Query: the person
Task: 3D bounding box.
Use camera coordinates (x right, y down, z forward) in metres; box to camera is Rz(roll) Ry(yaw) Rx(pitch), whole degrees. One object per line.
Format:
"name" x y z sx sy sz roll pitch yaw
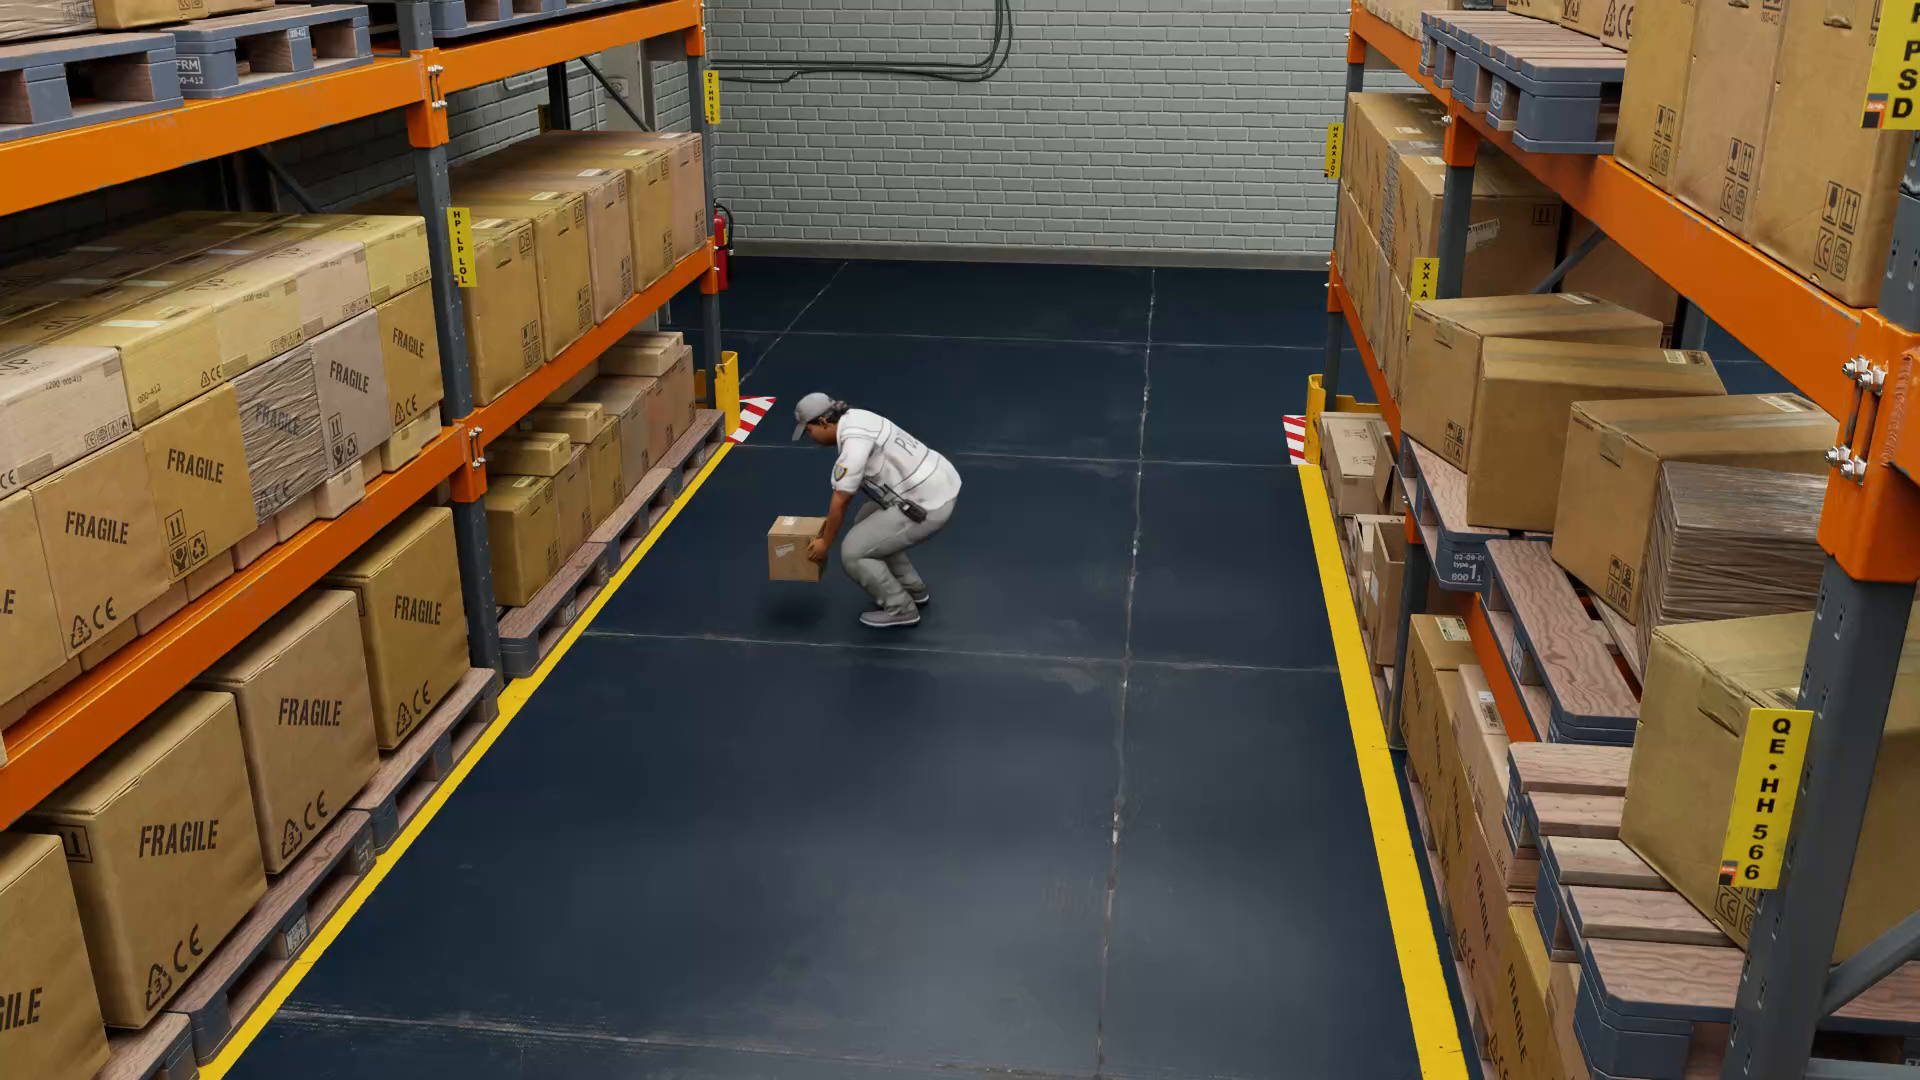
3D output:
"person" -0.410 -0.162 8.202 0.817 1.158 0.539 2 21 6
